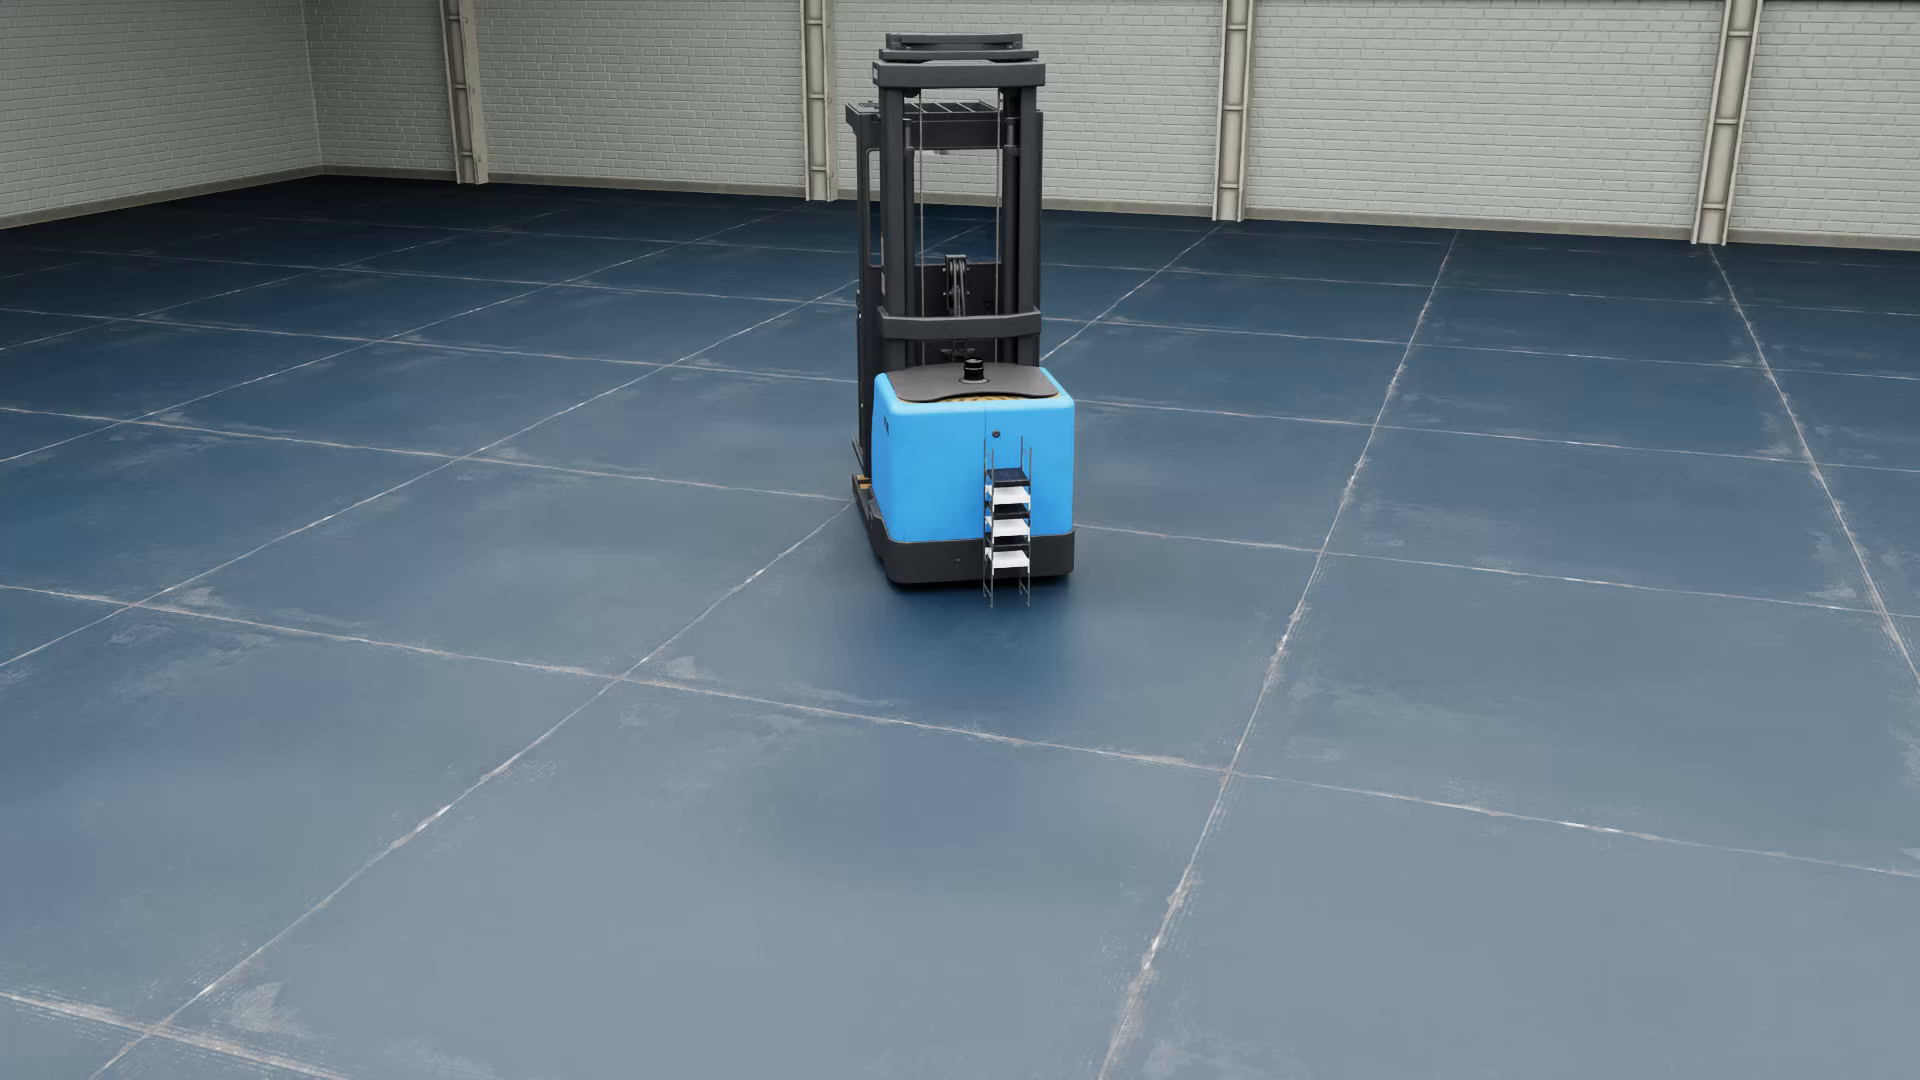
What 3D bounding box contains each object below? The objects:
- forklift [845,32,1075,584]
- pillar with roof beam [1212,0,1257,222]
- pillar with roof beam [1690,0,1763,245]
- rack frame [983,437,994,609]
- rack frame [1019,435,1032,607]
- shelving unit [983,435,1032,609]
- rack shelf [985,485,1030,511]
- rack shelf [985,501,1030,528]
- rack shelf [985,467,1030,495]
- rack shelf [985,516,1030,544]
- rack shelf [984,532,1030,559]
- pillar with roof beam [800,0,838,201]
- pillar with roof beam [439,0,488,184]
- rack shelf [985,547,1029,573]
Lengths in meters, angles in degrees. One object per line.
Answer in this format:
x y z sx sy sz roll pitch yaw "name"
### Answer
-0.099 -1.589 10.182 1.130 2.935 3.031 -3 19 -9 "forklift"
2.230 -7.263 17.242 0.400 9.000 9.100 7 20 18 "pillar with roof beam"
7.898 -6.615 15.383 0.400 9.000 9.100 7 20 18 "pillar with roof beam"
0.152 -0.089 8.964 0.006 0.900 0.240 -3 20 -10 "rack frame"
0.352 -0.101 8.998 0.006 0.900 0.240 -3 20 -10 "rack frame"
0.252 -0.095 8.981 0.210 0.900 0.258 -3 20 -10 "shelving unit"
0.252 -0.233 8.933 0.200 0.077 0.258 -3 20 -10 "rack shelf"
0.252 -0.148 8.962 0.200 0.077 0.258 -3 20 -10 "rack shelf"
0.252 -0.318 8.903 0.200 0.077 0.258 -3 20 -10 "rack shelf"
0.252 -0.063 8.992 0.200 0.077 0.258 -3 20 -10 "rack shelf"
0.252 0.022 9.021 0.200 0.077 0.258 -3 20 -10 "rack shelf"
-3.438 -7.911 19.101 0.400 9.000 9.100 7 20 18 "pillar with roof beam"
-9.106 -8.560 20.960 0.400 9.000 9.100 7 20 18 "pillar with roof beam"
0.252 0.107 9.051 0.200 0.077 0.258 -3 20 -10 "rack shelf"
